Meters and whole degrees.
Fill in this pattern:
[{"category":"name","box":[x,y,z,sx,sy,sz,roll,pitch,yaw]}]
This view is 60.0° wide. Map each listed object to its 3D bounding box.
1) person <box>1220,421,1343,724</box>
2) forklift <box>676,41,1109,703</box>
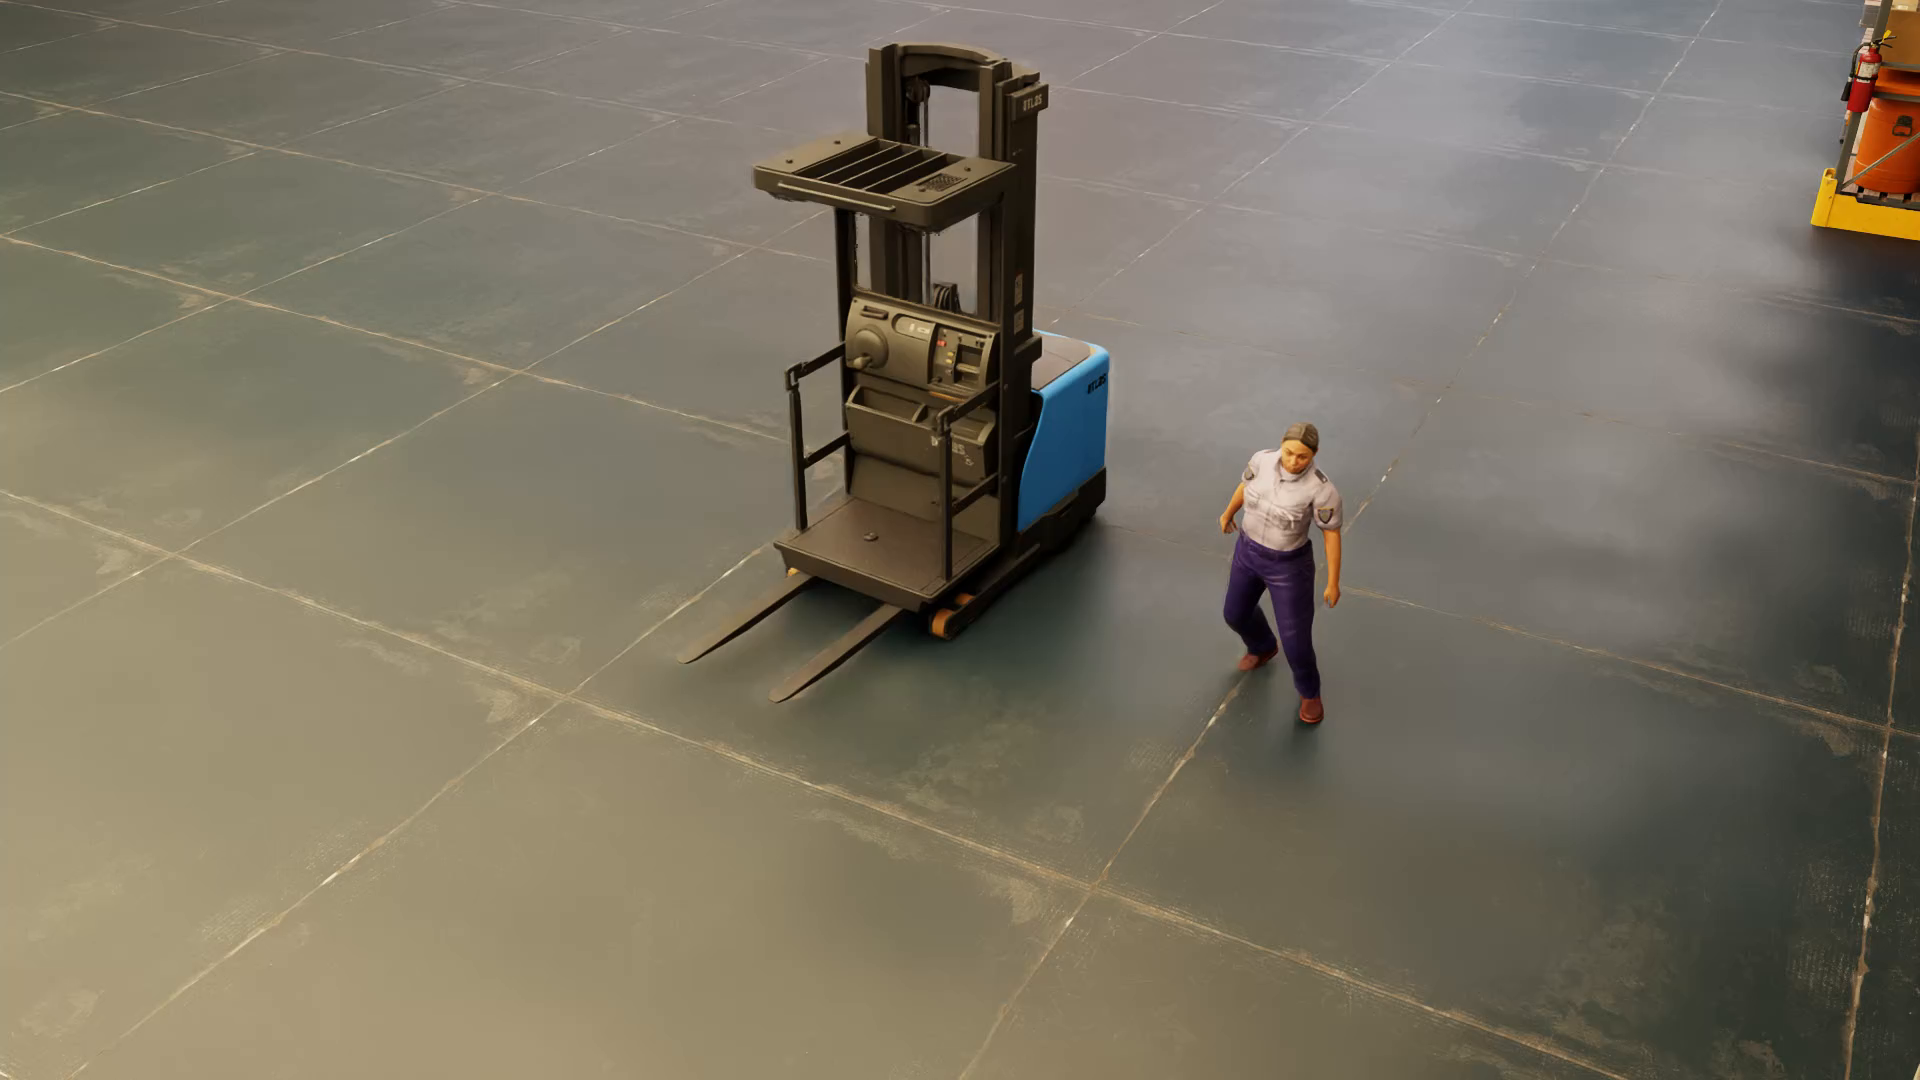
[{"category":"person","box":[1.607,0.081,8.333,0.485,1.625,0.819,-24,38,-35]},{"category":"forklift","box":[-0.337,-0.999,8.802,1.130,2.935,3.031,18,35,29]}]
